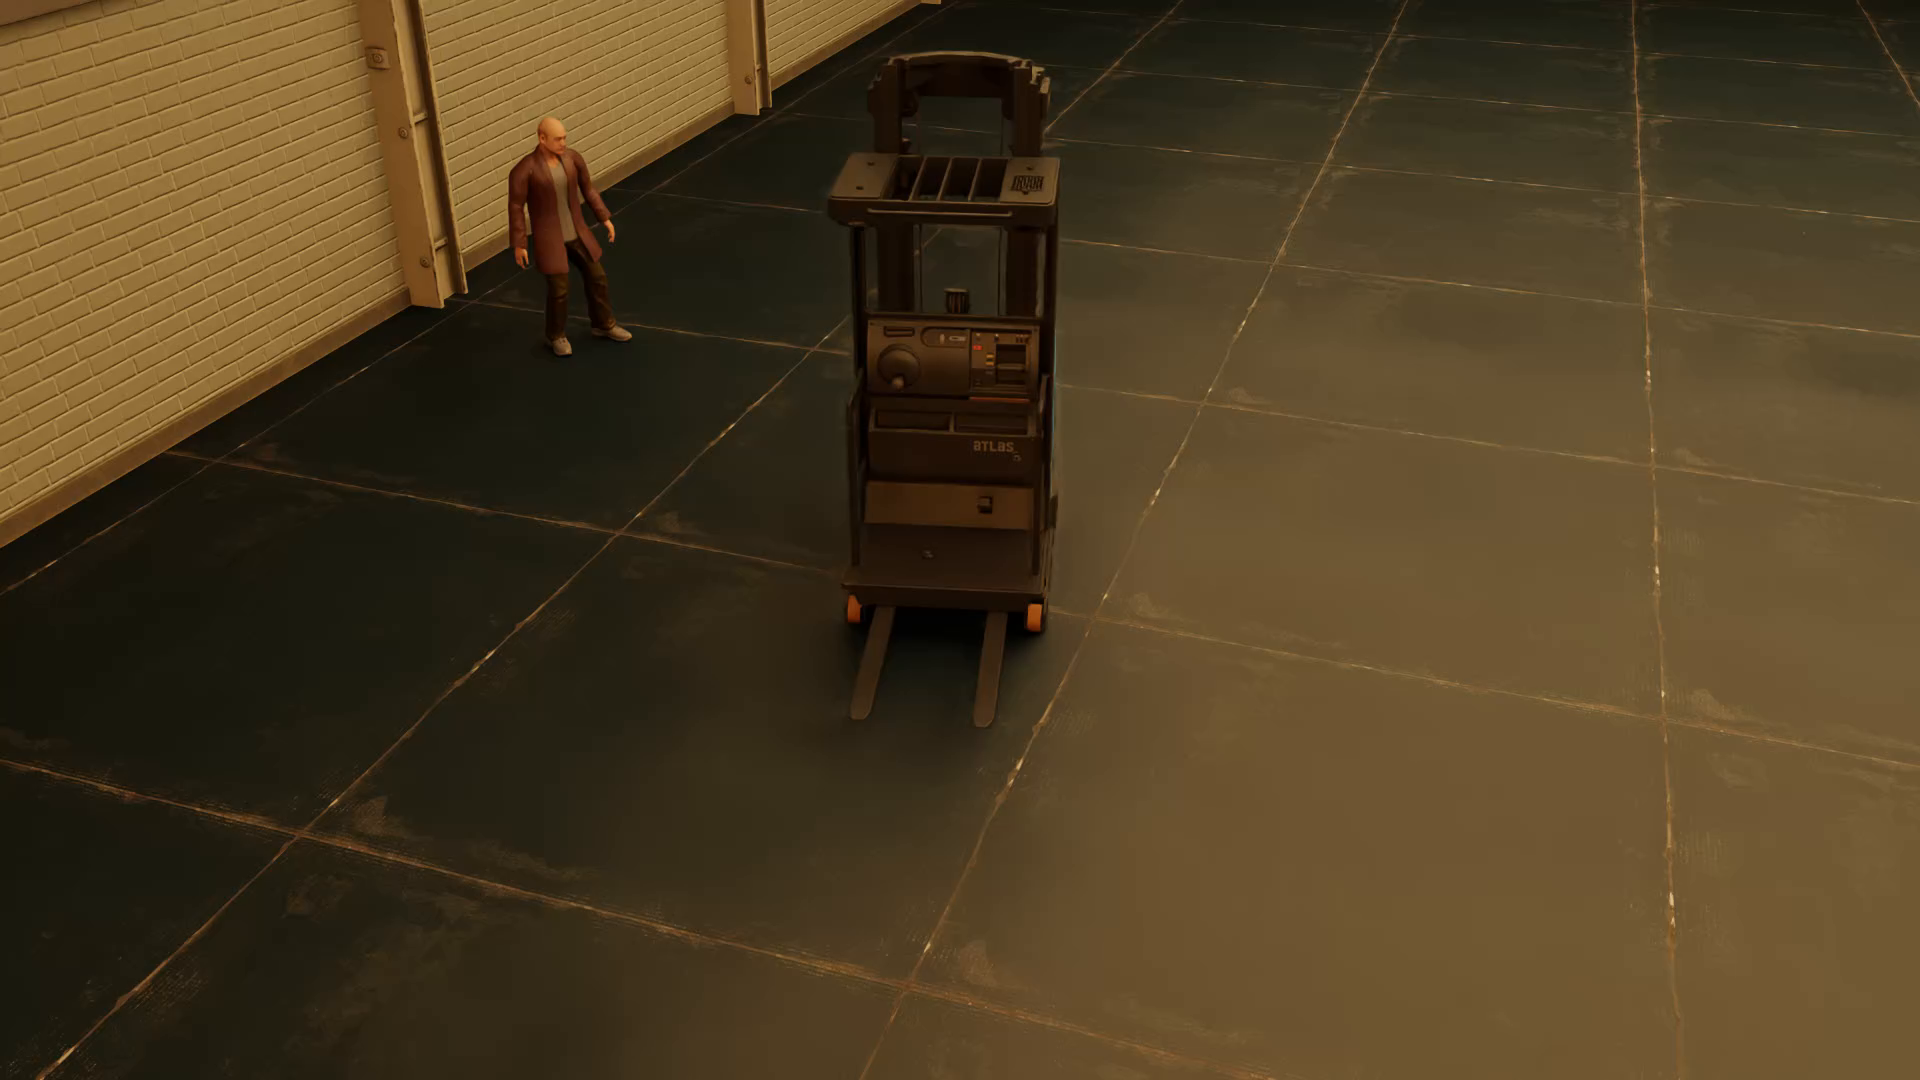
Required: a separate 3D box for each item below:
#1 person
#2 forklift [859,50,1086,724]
[{"bbox_3d":[-2.910,-2.239,12.235,0.443,1.772,0.757,25,38,36],"label":"person"},{"bbox_3d":[0.037,-0.948,8.799,1.130,2.935,3.031,-2,30,-3],"label":"forklift"}]
